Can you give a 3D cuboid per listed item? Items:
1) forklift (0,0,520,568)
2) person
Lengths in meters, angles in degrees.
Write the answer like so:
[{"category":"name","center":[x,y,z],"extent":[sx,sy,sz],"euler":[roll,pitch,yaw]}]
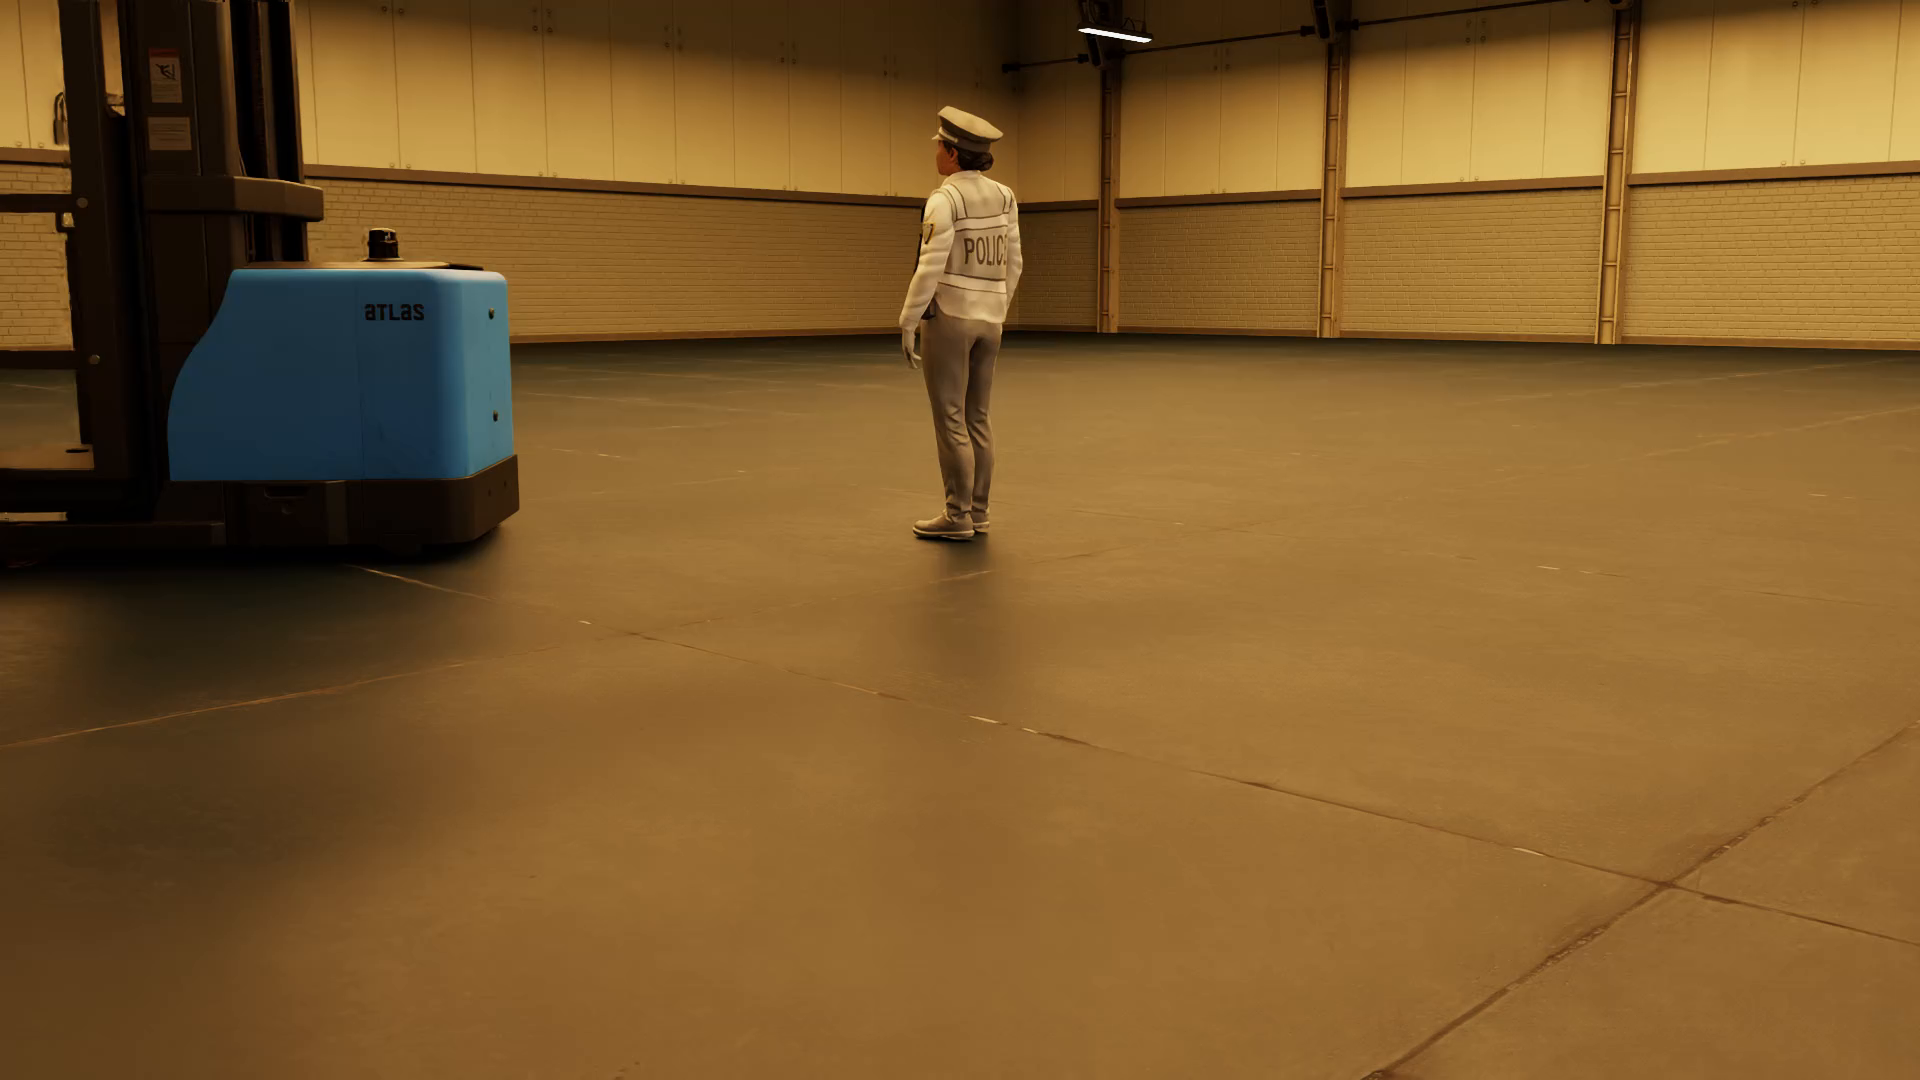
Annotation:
[{"category":"forklift","center":[-3.359,-1.427,6.351],"extent":[3.031,2.935,1.130],"euler":[-1,9,-4]},{"category":"person","center":[-0.044,-0.853,6.642],"extent":[0.532,1.694,0.586],"euler":[8,12,43]}]
